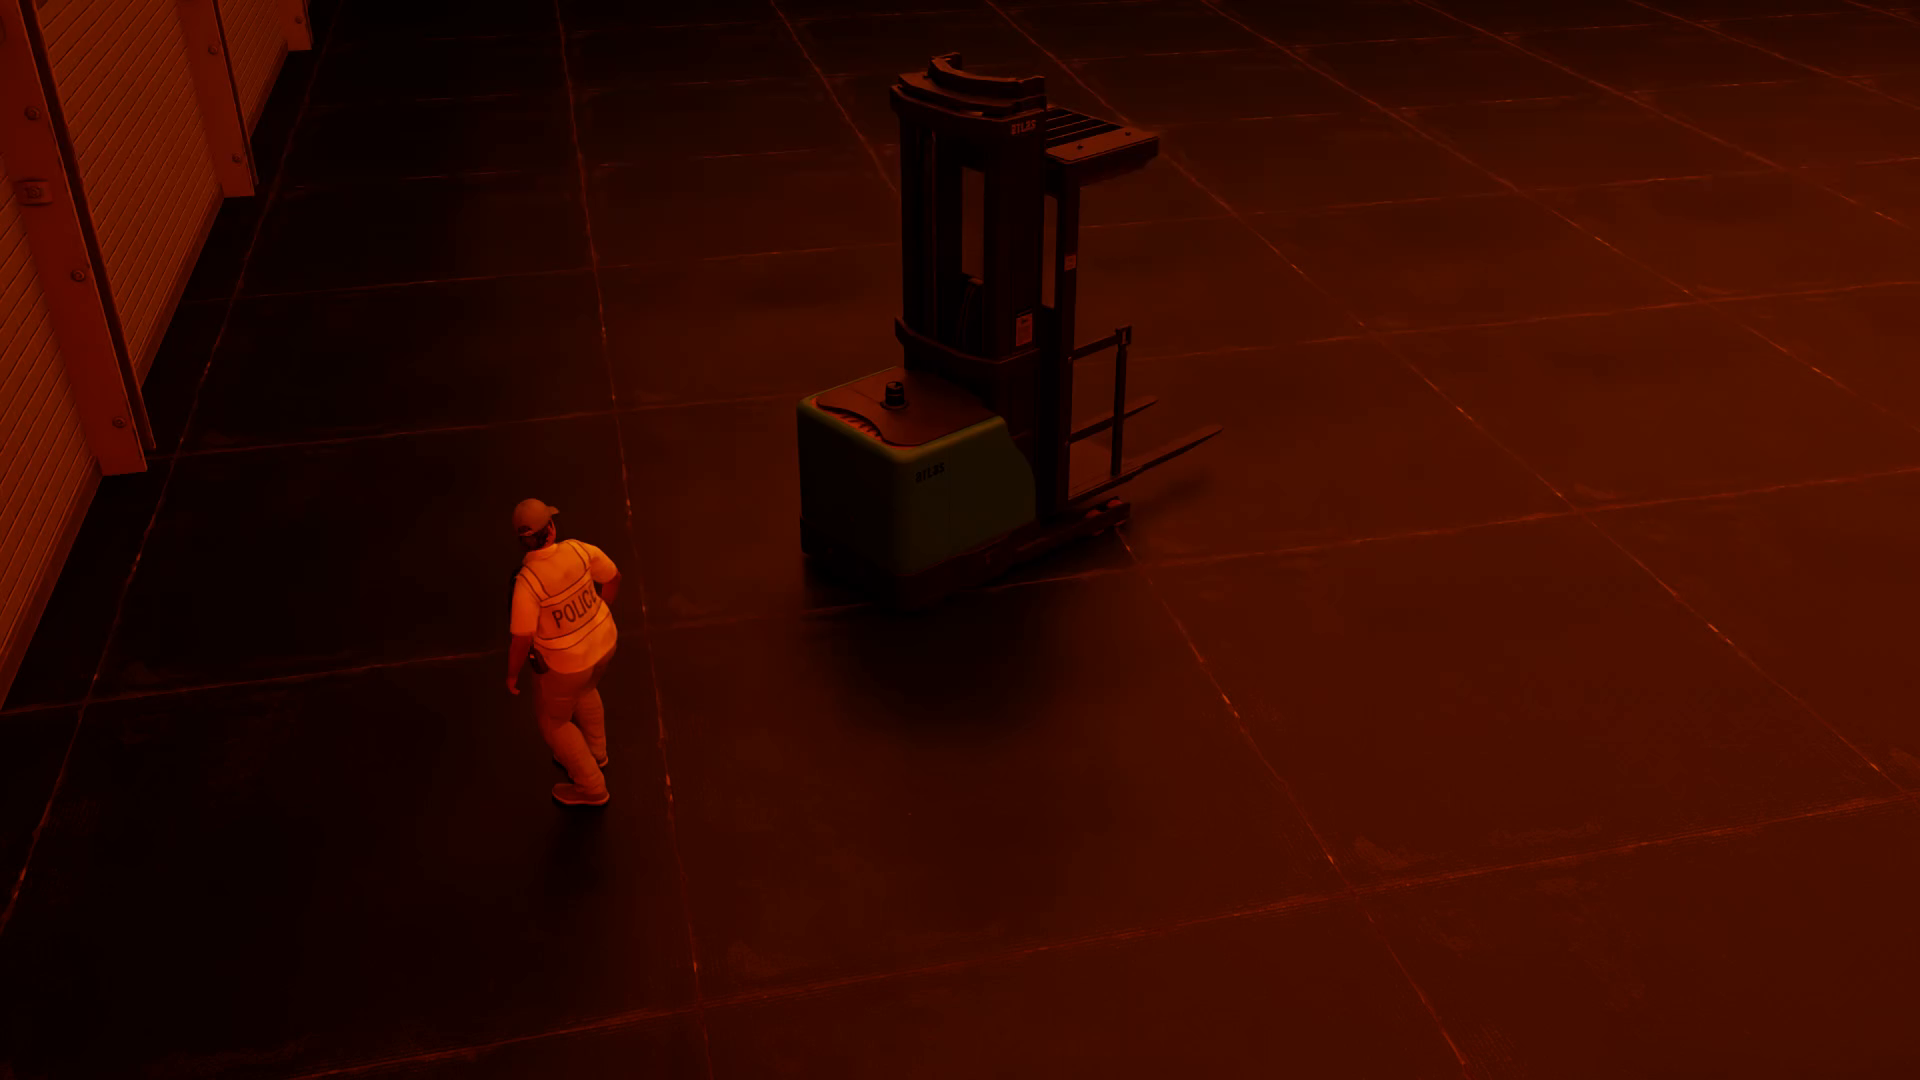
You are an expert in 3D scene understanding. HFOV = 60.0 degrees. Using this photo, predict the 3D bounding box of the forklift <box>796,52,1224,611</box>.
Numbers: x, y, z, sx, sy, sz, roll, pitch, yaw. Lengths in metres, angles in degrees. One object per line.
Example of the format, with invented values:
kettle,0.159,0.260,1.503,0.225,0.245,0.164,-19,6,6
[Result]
forklift,0.457,-1.471,10.116,3.031,2.935,1.130,-24,38,-35

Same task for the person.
person,-1.928,0.531,7.946,0.512,1.646,0.686,15,33,24
